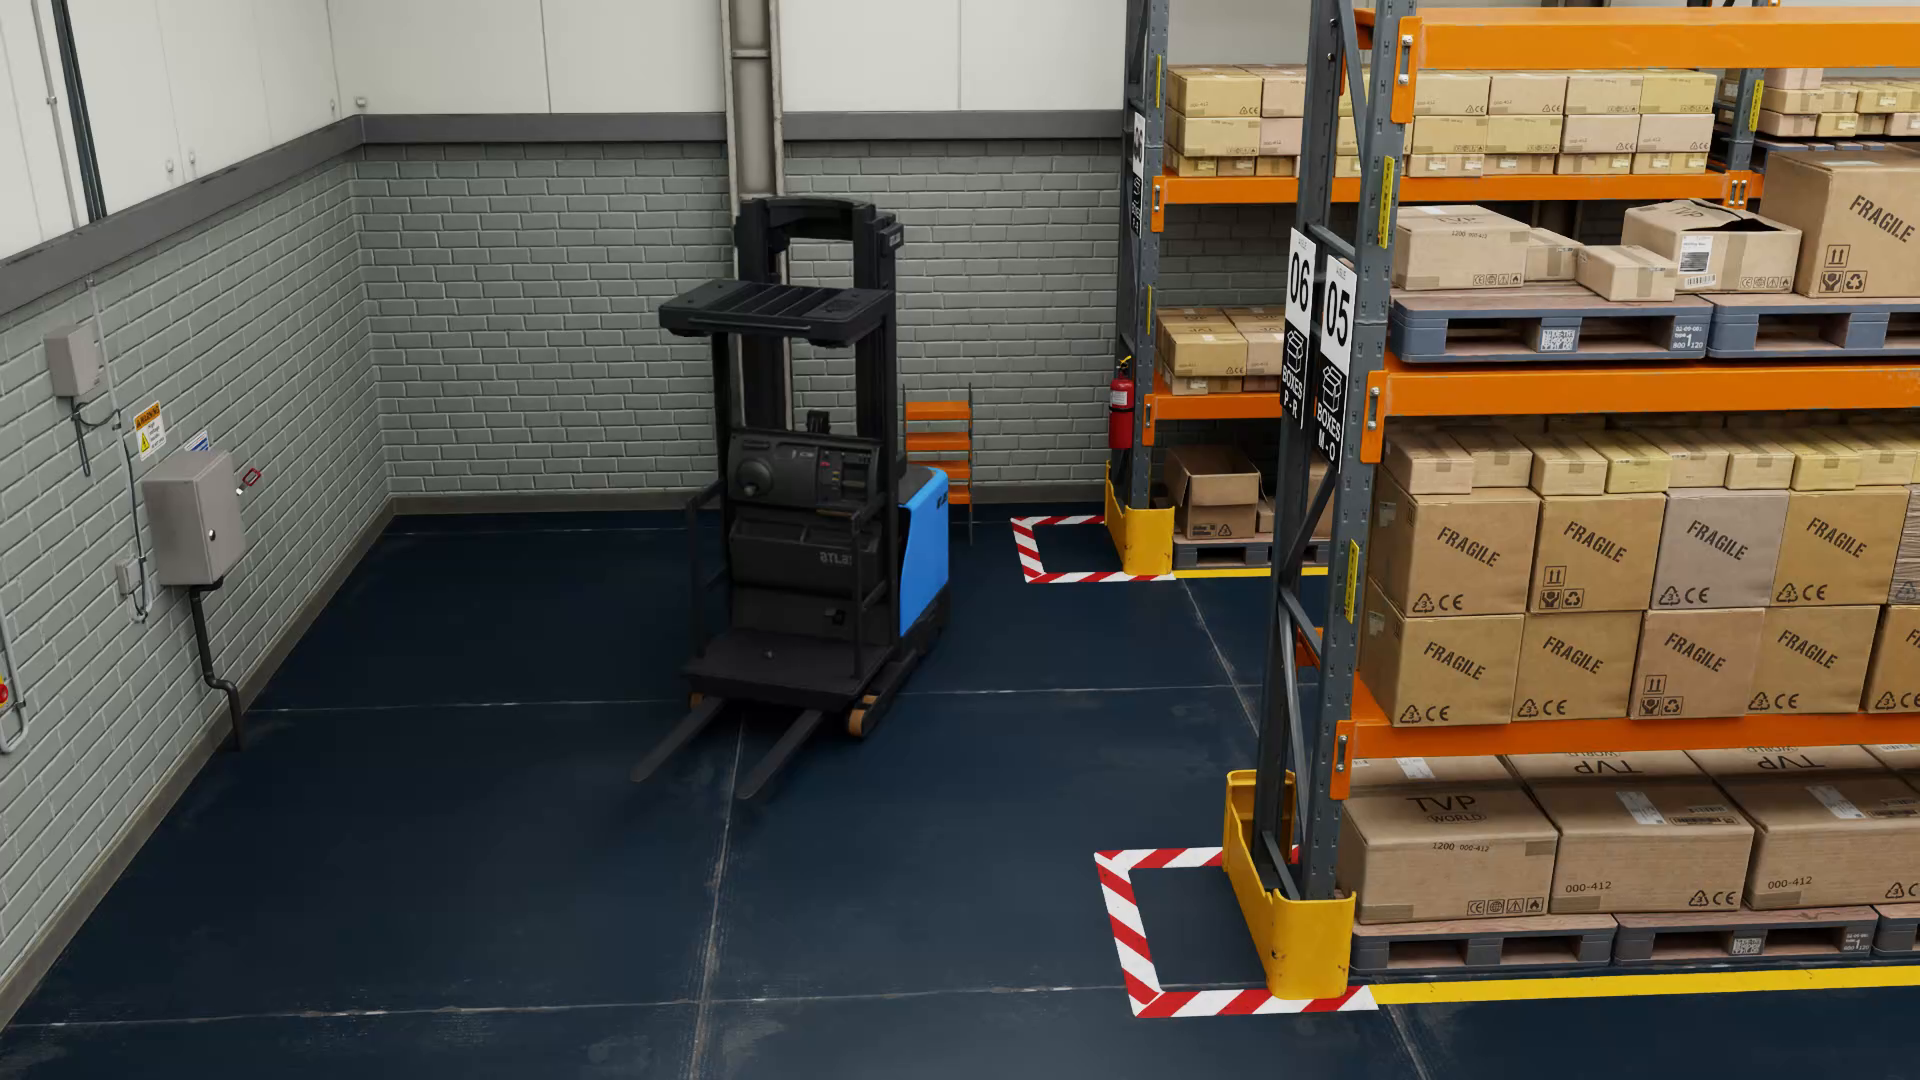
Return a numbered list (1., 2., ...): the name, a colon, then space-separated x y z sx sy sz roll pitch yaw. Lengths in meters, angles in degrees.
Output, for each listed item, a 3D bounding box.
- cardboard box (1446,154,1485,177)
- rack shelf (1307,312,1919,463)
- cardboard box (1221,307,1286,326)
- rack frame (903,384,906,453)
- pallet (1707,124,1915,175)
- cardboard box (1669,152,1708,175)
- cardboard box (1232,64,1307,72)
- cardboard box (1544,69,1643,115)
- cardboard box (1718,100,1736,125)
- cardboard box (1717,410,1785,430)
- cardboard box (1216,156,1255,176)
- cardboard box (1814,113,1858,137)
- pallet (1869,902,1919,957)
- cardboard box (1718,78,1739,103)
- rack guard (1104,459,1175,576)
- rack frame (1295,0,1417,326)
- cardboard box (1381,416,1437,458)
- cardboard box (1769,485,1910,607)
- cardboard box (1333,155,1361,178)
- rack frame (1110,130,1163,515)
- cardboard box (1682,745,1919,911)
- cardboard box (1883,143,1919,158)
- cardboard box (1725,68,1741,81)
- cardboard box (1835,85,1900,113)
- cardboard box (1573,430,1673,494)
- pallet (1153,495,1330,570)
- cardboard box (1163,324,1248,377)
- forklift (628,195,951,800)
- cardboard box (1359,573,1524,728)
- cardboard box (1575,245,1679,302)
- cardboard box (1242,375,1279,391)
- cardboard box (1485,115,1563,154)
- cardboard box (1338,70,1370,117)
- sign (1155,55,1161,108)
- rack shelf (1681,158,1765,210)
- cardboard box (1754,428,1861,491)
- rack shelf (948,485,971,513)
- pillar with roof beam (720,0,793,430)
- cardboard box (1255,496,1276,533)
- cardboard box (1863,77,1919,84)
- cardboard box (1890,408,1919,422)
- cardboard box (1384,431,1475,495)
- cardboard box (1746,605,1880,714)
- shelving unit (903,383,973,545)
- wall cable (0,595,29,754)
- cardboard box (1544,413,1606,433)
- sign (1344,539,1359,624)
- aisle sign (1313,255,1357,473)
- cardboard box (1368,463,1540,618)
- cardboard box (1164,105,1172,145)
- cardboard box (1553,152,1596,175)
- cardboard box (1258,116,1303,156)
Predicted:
1. cardboard box: 3.367 -2.565 11.279 0.250 0.149 0.380 -1 21 -2
2. rack shelf: 3.534 -0.696 7.029 4.000 0.370 1.077 -1 21 -3
3. cardboard box: 2.209 -1.536 12.232 0.500 0.250 0.500 -1 21 -3
4. rack frame: -0.409 -0.552 12.386 0.015 1.200 0.240 -1 21 -3
5. pallet: 5.899 -2.737 11.642 1.003 0.211 1.213 -1 21 -3
6. cardboard box: 4.902 -2.607 11.389 0.250 0.149 0.380 -1 21 -3
7. cardboard box: 2.198 -3.176 11.622 0.500 0.250 0.500 -2 21 -5
8. cardboard box: 4.248 -3.030 11.237 0.500 0.250 0.500 -1 21 -4
9. cardboard box: 5.543 -2.993 11.672 0.250 0.149 0.380 -1 21 -3
10. cardboard box: 3.418 -0.530 7.339 0.250 0.149 0.380 0 21 -1
11. cardboard box: 1.842 -2.576 11.309 0.250 0.149 0.380 -1 21 -2
12. cardboard box: 5.825 -2.819 11.217 0.250 0.149 0.380 -1 21 -2
13. pallet: 4.767 1.620 8.070 1.213 0.211 1.003 -1 21 -3
14. cardboard box: 5.537 -3.148 11.663 0.250 0.149 0.380 -1 21 -4
15. rack guard: 1.326 -0.186 12.408 0.348 0.500 1.175 -1 21 -3
16. rack frame: 1.538 -2.394 6.261 0.127 3.000 1.000 -1 21 -3
17. cardboard box: 1.884 -0.486 7.223 0.250 0.149 0.380 -1 21 -2
18. cardboard box: 3.560 -0.049 6.989 0.500 0.500 0.500 -1 21 -3
19. cardboard box: 2.615 -2.552 11.245 0.250 0.149 0.380 -1 21 -3
20. rack frame: 1.250 -1.353 11.959 0.127 3.000 1.000 -1 21 -3
21. cardboard box: 4.004 1.323 7.941 0.875 0.438 0.875 -2 21 -5
22. cardboard box: 4.186 -1.325 6.795 0.637 0.503 0.797 0 21 1
23. cardboard box: 5.546 -3.325 11.545 0.258 0.266 0.396 -1 21 -4
24. cardboard box: 6.085 -2.972 11.200 0.250 0.149 0.380 -2 21 -4
25. cardboard box: 2.693 -0.323 6.796 0.250 0.149 0.380 -2 21 -5
26. pallet: 2.122 -0.068 12.503 1.213 0.211 1.003 -1 21 -3
27. cardboard box: 1.719 -1.336 11.706 0.500 0.250 0.500 -1 21 -3
28. forklift: -0.976 -0.383 9.509 1.130 2.935 3.031 6 22 16
29. cardboard box: 2.033 0.456 7.068 0.500 0.500 0.500 -1 21 -3
30. cardboard box: 2.637 -1.058 6.590 0.250 0.149 0.380 0 21 -1
31. cardboard box: 2.106 -1.184 11.869 0.250 0.149 0.380 -1 21 -4
32. cardboard box: 3.746 -2.786 11.299 0.500 0.250 0.500 -1 21 -2
33. cardboard box: 2.717 -2.996 11.149 0.500 0.250 0.500 -1 21 -4
34. sign: 1.282 -2.971 10.764 0.005 0.325 0.100 -1 21 -3
35. rack shelf: 7.241 -2.541 11.874 4.000 0.370 1.077 -1 21 -3
36. cardboard box: 3.458 -0.333 6.821 0.250 0.149 0.380 -2 21 -4
37. rack shelf: -0.165 -0.309 12.493 0.480 0.148 0.258 -1 21 -3
38. pillar with roof beam: -1.247 -2.893 7.572 0.400 9.000 9.100 -1 21 -3
39. cardboard box: 2.293 -0.191 12.322 0.250 0.149 0.380 -2 21 -5
40. cardboard box: 6.566 -3.168 11.714 0.250 0.149 0.380 -2 21 -5
41. cardboard box: 4.175 -0.565 7.431 0.250 0.149 0.380 -2 21 -5
42. cardboard box: 1.908 -0.316 6.778 0.250 0.149 0.380 -1 21 -2
43. cardboard box: 3.545 0.415 7.174 0.500 0.500 0.500 0 21 -1
44. shelving unit: -0.165 -0.557 12.399 0.503 1.200 0.258 -1 21 -3
45. wall cable: -4.091 0.043 6.819 0.123 1.953 0.585 -1 21 -3
46. cardboard box: 2.643 -0.525 7.326 0.250 0.149 0.380 -1 21 -2
47. sign: 1.563 0.166 6.642 0.005 0.325 0.100 -1 21 -3
48. aisle sign: 1.482 -0.700 6.591 0.004 0.787 0.394 -1 21 -3
49. cardboard box: 2.033 -0.013 6.892 0.500 0.500 0.500 -2 21 -4
50. cardboard box: 1.679 -2.930 11.677 0.500 0.250 0.500 -2 21 -4
51. cardboard box: 4.143 -2.597 11.364 0.250 0.149 0.380 -1 21 -3
52. cardboard box: 2.215 -2.753 11.214 0.500 0.250 0.500 -1 21 -2
